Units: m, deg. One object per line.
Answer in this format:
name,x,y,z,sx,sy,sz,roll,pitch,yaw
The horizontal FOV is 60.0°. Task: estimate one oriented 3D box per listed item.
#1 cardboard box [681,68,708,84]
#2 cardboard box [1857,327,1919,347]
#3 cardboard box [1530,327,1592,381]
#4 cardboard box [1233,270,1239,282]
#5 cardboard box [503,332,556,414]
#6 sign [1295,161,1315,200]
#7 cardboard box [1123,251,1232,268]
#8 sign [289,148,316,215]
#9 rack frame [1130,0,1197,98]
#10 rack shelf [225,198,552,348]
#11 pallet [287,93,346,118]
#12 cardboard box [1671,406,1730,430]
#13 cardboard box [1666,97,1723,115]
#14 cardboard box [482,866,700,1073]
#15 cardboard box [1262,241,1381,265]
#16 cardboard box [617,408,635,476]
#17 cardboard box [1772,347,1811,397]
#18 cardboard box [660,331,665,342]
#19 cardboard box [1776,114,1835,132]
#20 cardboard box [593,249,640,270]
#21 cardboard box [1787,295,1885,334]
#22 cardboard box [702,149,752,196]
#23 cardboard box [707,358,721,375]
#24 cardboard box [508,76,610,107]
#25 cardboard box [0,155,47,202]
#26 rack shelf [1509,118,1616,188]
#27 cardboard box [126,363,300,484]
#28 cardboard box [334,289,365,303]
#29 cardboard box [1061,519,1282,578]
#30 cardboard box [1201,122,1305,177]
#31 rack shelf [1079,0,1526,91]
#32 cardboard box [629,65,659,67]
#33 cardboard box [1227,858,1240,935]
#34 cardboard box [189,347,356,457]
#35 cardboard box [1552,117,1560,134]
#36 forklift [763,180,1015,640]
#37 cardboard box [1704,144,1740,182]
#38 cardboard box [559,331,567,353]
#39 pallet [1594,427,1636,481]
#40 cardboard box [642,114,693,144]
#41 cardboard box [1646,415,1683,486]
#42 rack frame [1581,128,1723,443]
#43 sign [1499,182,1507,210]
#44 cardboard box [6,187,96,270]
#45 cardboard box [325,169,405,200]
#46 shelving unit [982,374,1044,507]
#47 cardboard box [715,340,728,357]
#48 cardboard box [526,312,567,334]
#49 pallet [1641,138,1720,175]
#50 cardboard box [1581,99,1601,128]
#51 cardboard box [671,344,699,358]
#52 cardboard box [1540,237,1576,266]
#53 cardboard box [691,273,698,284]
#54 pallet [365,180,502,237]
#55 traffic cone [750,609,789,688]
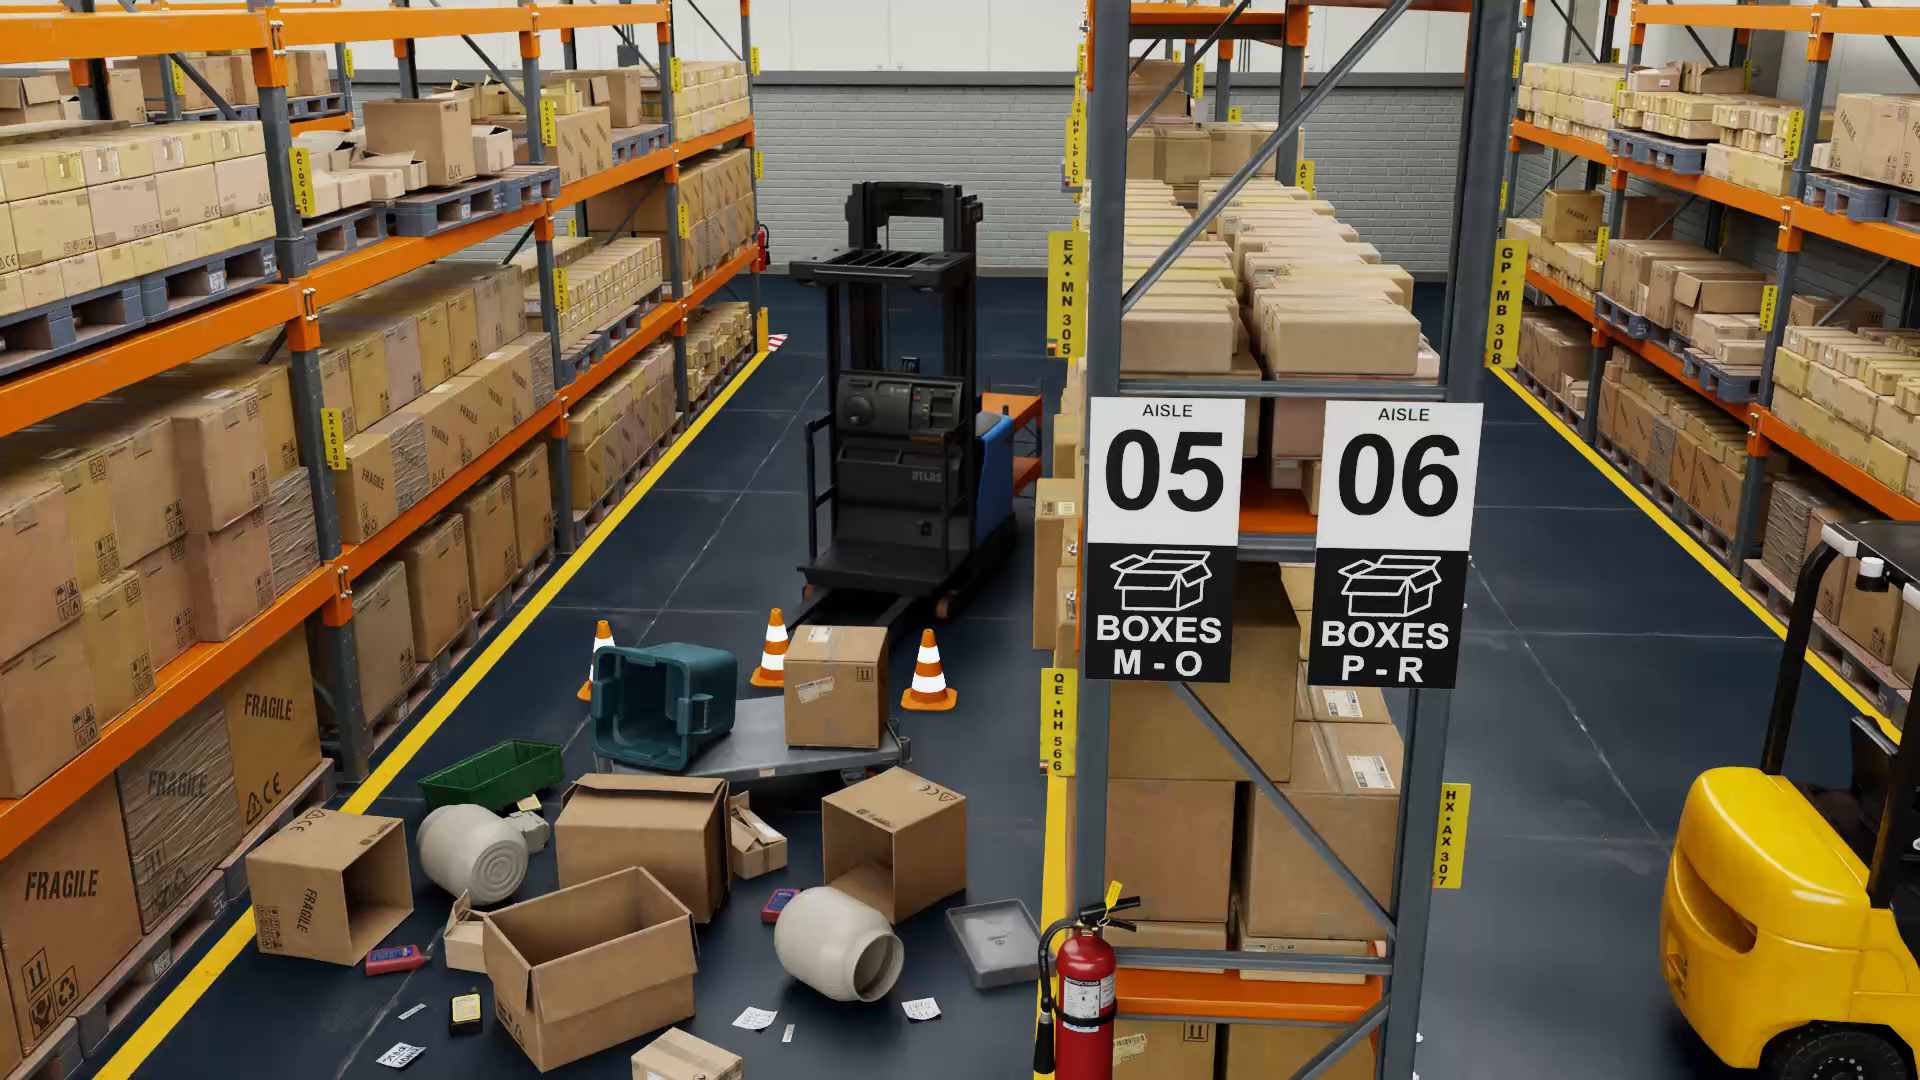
cardboard box,-2.851,-4.847,17.379,0.380,0.149,0.250,2,18,7
cardboard box,6.532,-1.393,11.655,0.380,0.149,0.250,2,18,6
cardboard box,6.551,-2.025,18.125,0.500,0.500,0.500,2,18,5
cardboard box,1.245,-0.890,6.266,0.500,0.250,0.500,2,18,5
cardboard box,-3.307,-1.233,12.209,0.500,0.500,0.500,1,18,4
sign,1.657,-1.672,8.060,0.100,0.325,0.005,1,18,4
cardboard box,0.710,-0.877,5.588,0.380,0.149,0.250,1,18,4
sign,-3.275,-1.786,8.282,0.100,0.325,0.005,1,18,4
rack frame,1.689,-5.346,15.286,1.000,3.000,0.127,1,18,4
rack shelf,-3.686,-1.794,10.419,1.077,0.370,4.000,1,18,4
pallet,-7.951,-5.111,19.529,1.003,0.211,1.213,1,18,4
cardboard box,6.259,-1.033,14.057,0.380,0.149,0.250,0,18,1
cardboard box,6.221,-3.673,14.090,0.380,0.149,0.250,2,18,5
cardboard box,-1.570,1.816,7.072,0.797,0.503,0.637,-13,22,-34
cardboard box,1.254,-0.948,5.806,0.380,0.149,0.250,2,18,5
cardboard box,-3.172,-0.873,14.610,0.500,0.500,0.500,1,18,3
cardboard box,6.053,-1.177,11.637,0.500,0.250,0.500,1,18,4
cardboard box,-3.469,-2.225,18.343,0.380,0.149,0.250,1,18,2
cardboard box,6.207,-3.021,12.130,0.380,0.149,0.250,1,18,2
cardboard box,-3.147,-2.563,15.200,0.380,0.149,0.250,1,18,4
cardboard box,6.546,-1.546,12.490,0.500,0.500,0.500,2,18,7
cardboard box,-2.753,-4.333,19.584,0.500,0.500,0.500,1,18,3
cardboard box,-2.856,-1.929,18.396,0.380,0.149,0.250,1,18,2
cardboard box,-3.497,-3.771,14.458,0.797,0.503,0.637,1,18,3
cardboard box,-3.664,-1.350,6.196,0.380,0.149,0.250,2,18,5
rack shelf,6.784,-4.090,17.426,1.077,0.370,4.000,1,18,4
cardboard box,-3.890,-0.560,8.340,0.875,0.550,0.550,1,18,4
cardboard box,-7.875,-2.948,20.340,0.875,0.875,0.875,1,18,4
cardboard box,0.691,0.247,5.606,0.700,0.500,0.500,1,18,4
cardboard box,1.583,-2.129,9.050,0.500,0.250,0.500,1,18,3
rack shelf,0.972,-1.897,5.920,1.077,0.370,4.000,1,18,4
cardboard box,-3.392,-5.103,18.160,0.380,0.149,0.250,2,18,6
cardboard box,1.063,1.172,5.433,0.380,0.149,0.250,2,18,5
cardboard box,-3.799,-0.766,9.178,0.700,0.500,0.500,1,18,3
cardboard box,6.465,-4.366,17.516,0.380,0.149,0.250,1,18,4
forklift,-0.496,-0.958,11.638,1.130,2.935,3.031,6,19,17
cardboard box,6.219,-2.973,13.104,0.500,0.250,0.500,1,18,4
cardboard box,-3.309,-1.546,13.054,0.380,0.149,0.250,1,18,3
pallet,6.620,-0.807,15.546,1.003,0.211,1.213,1,18,4
cardboard box,-2.959,-4.066,16.438,0.500,0.250,0.500,2,18,7
cardboard box,6.269,-0.770,14.297,0.500,0.500,0.500,1,18,2
rack frame,6.640,-2.385,15.885,1.000,3.000,0.127,1,18,4
sign,6.386,-4.051,19.579,0.100,0.325,0.005,1,18,4
cardboard box,-3.718,-1.204,6.391,0.500,0.250,0.500,1,18,4
cardboard box,-3.469,-2.072,9.680,0.380,0.149,0.250,1,18,4
shelving unit,0.298,-0.692,13.729,0.538,1.125,1.048,6,19,17
cardboard box,-2.811,-2.144,18.576,0.380,0.149,0.250,1,18,4
cardboard box,-3.307,-1.699,13.042,0.380,0.149,0.250,2,18,6
pallet,6.452,-3.198,13.851,1.213,0.211,1.003,1,18,4
cardboard box,6.452,-4.198,16.363,0.500,0.250,0.500,1,18,2
cardboard box,-2.976,-1.968,17.560,0.380,0.149,0.250,1,18,3
cardboard box,6.541,-3.089,17.797,0.500,0.250,0.500,1,18,2
cardboard box,-2.972,-2.785,17.510,0.380,0.149,0.250,0,18,1
pallet,-3.613,-2.119,10.558,1.003,0.211,1.213,2,18,6
traffic cone,-1.169,0.666,10.646,0.336,0.463,0.334,1,18,4
